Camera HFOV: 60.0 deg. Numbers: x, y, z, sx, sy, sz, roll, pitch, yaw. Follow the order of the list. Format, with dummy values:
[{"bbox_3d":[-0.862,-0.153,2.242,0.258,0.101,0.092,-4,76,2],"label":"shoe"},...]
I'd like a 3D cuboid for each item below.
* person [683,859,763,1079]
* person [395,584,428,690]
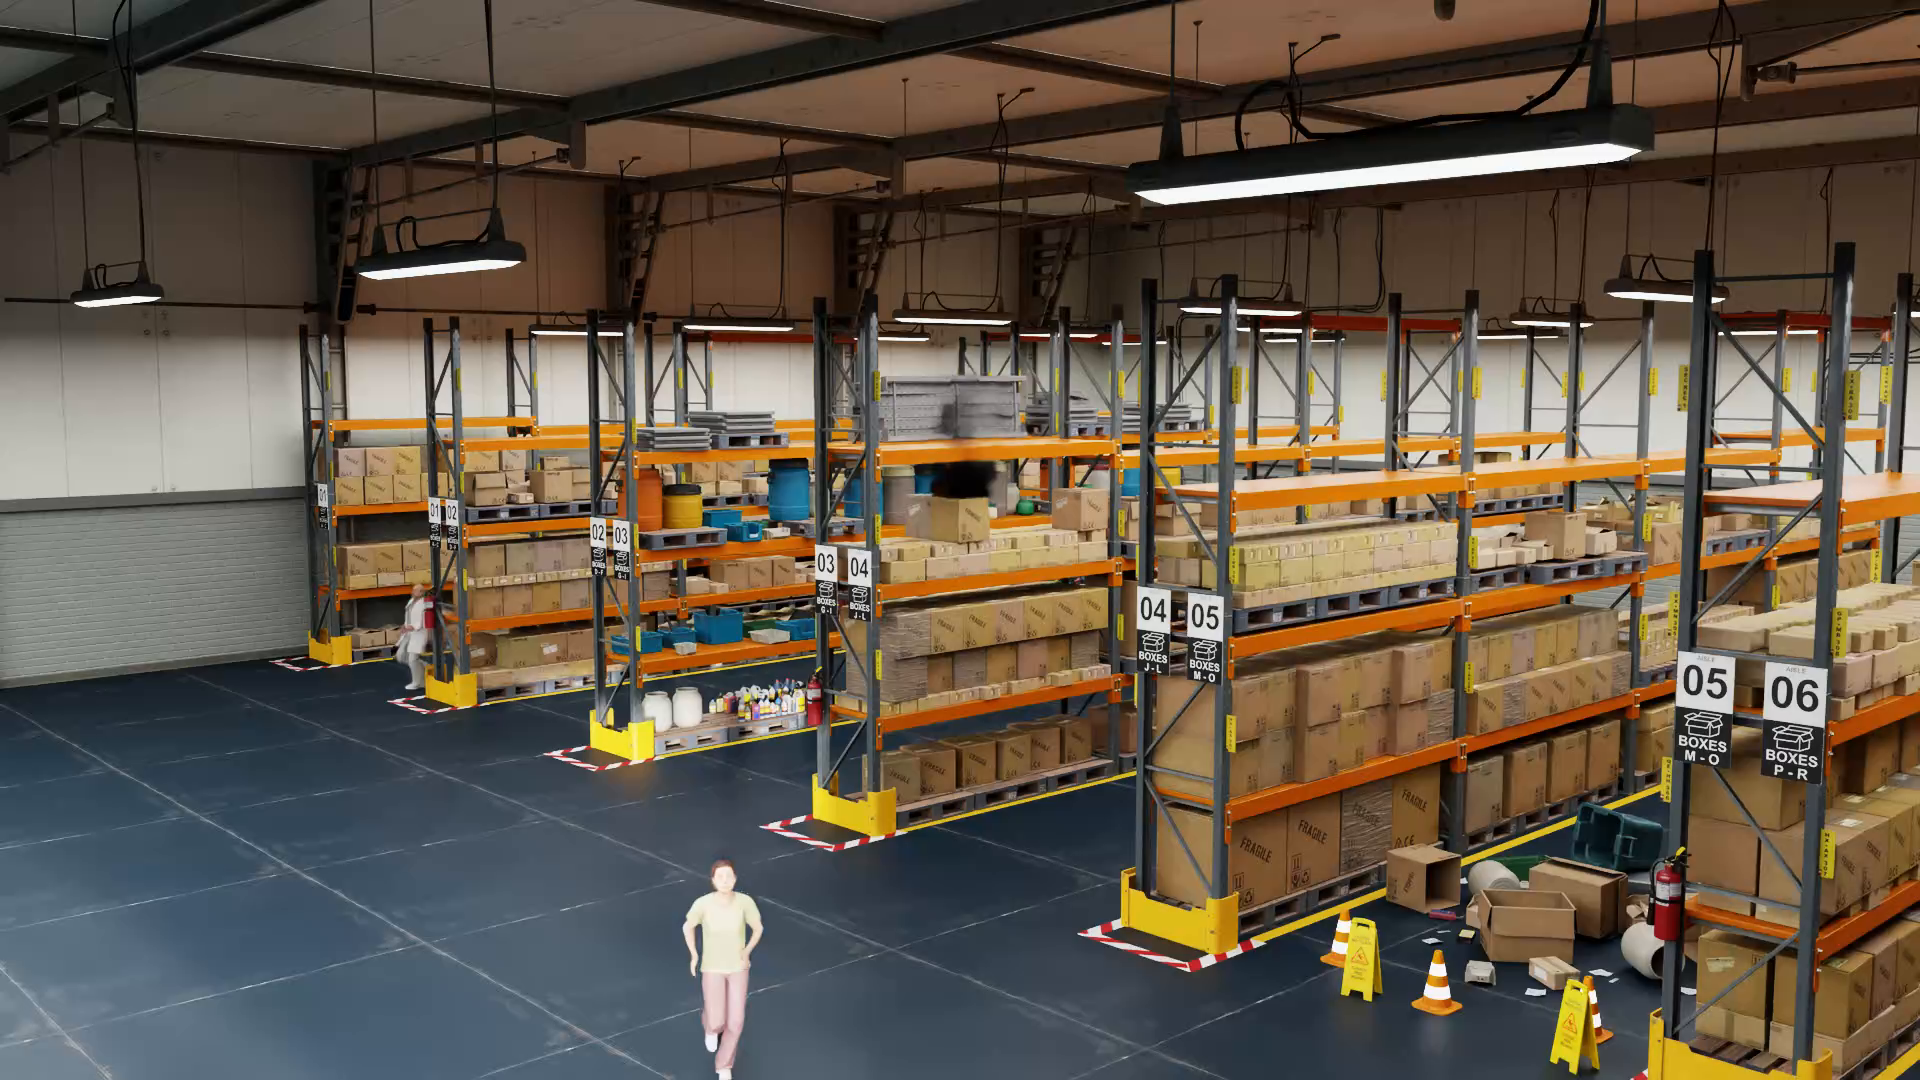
[{"bbox_3d":[-1.726,3.138,12.183,0.575,1.612,0.558,-1,6,-13],"label":"person"},{"bbox_3d":[-8.854,1.581,27.087,0.692,1.735,0.605,4,7,33],"label":"person"}]
